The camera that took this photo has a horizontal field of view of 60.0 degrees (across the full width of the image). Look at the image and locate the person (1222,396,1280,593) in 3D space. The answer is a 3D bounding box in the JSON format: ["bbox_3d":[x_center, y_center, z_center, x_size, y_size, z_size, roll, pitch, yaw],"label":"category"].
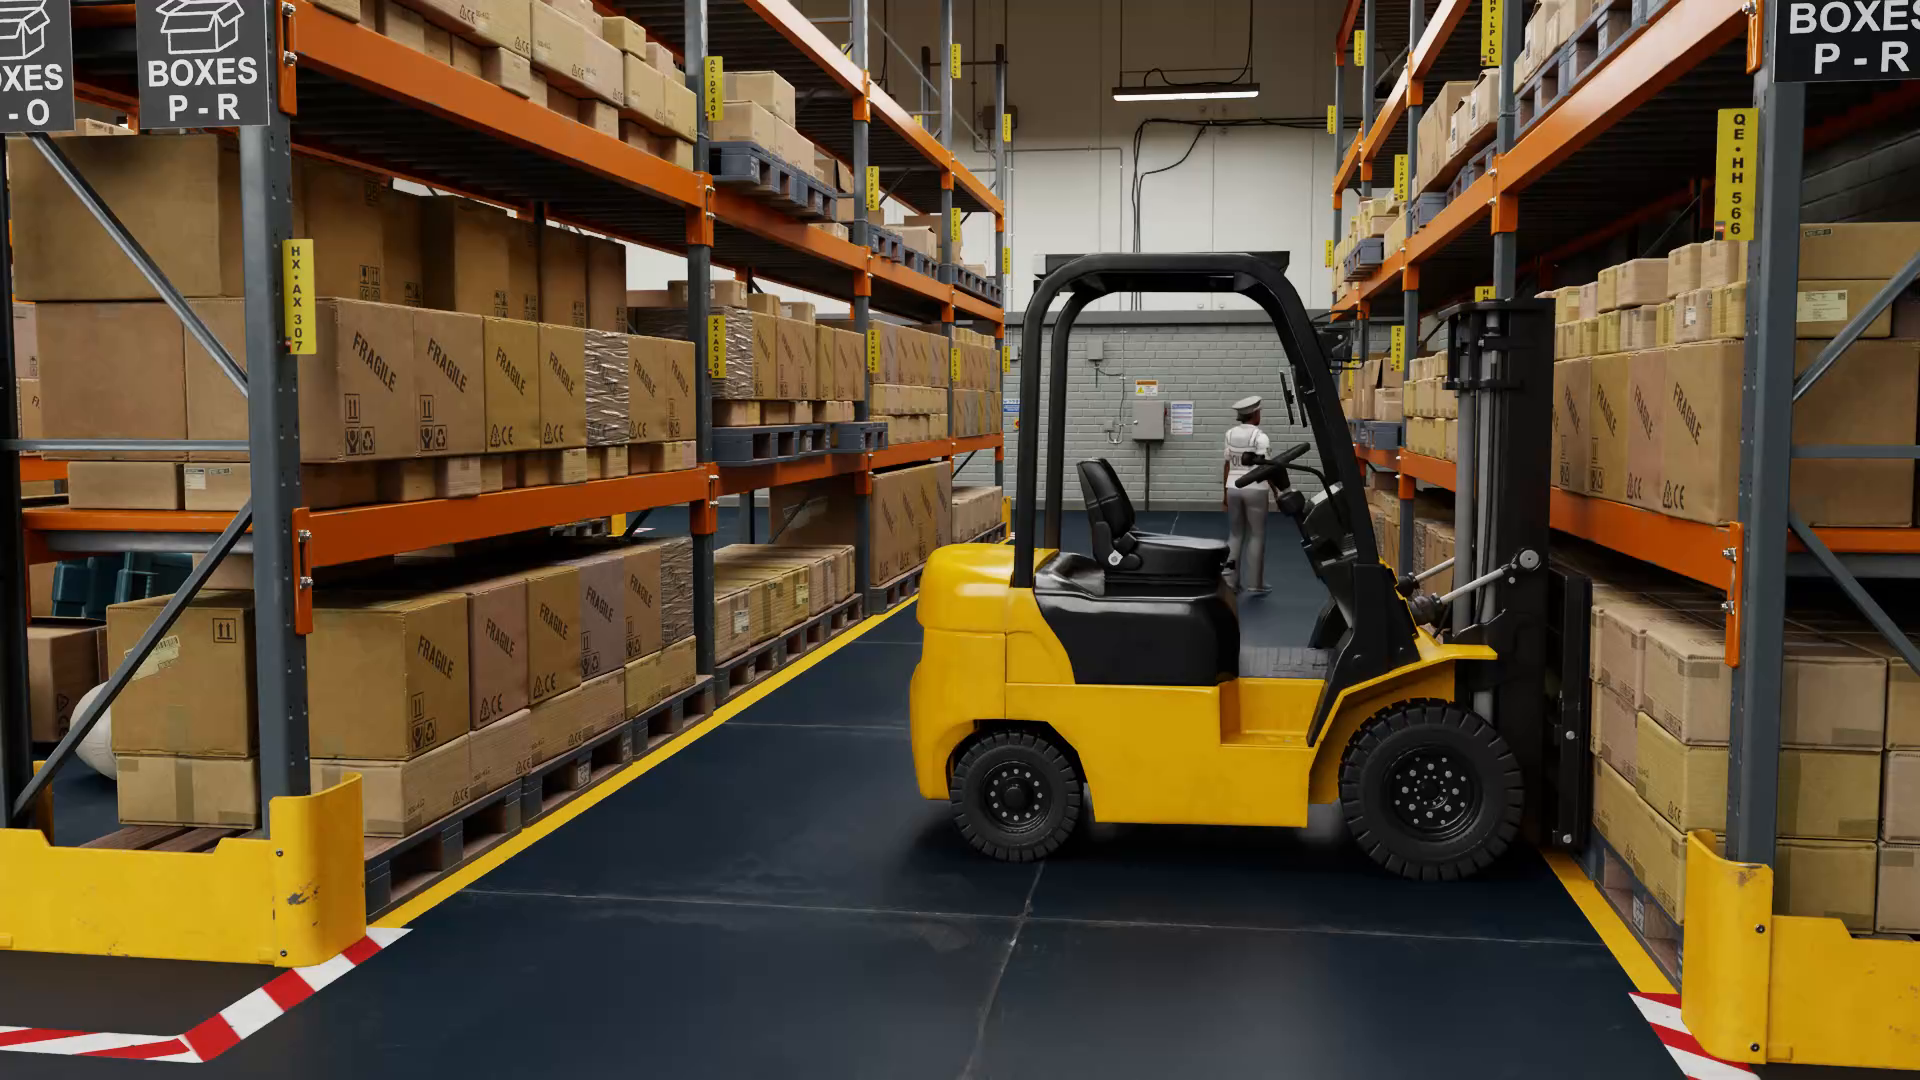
[{"bbox_3d":[2.502,-0.369,14.318,0.412,1.746,0.499,-5,6,-45],"label":"person"}]
